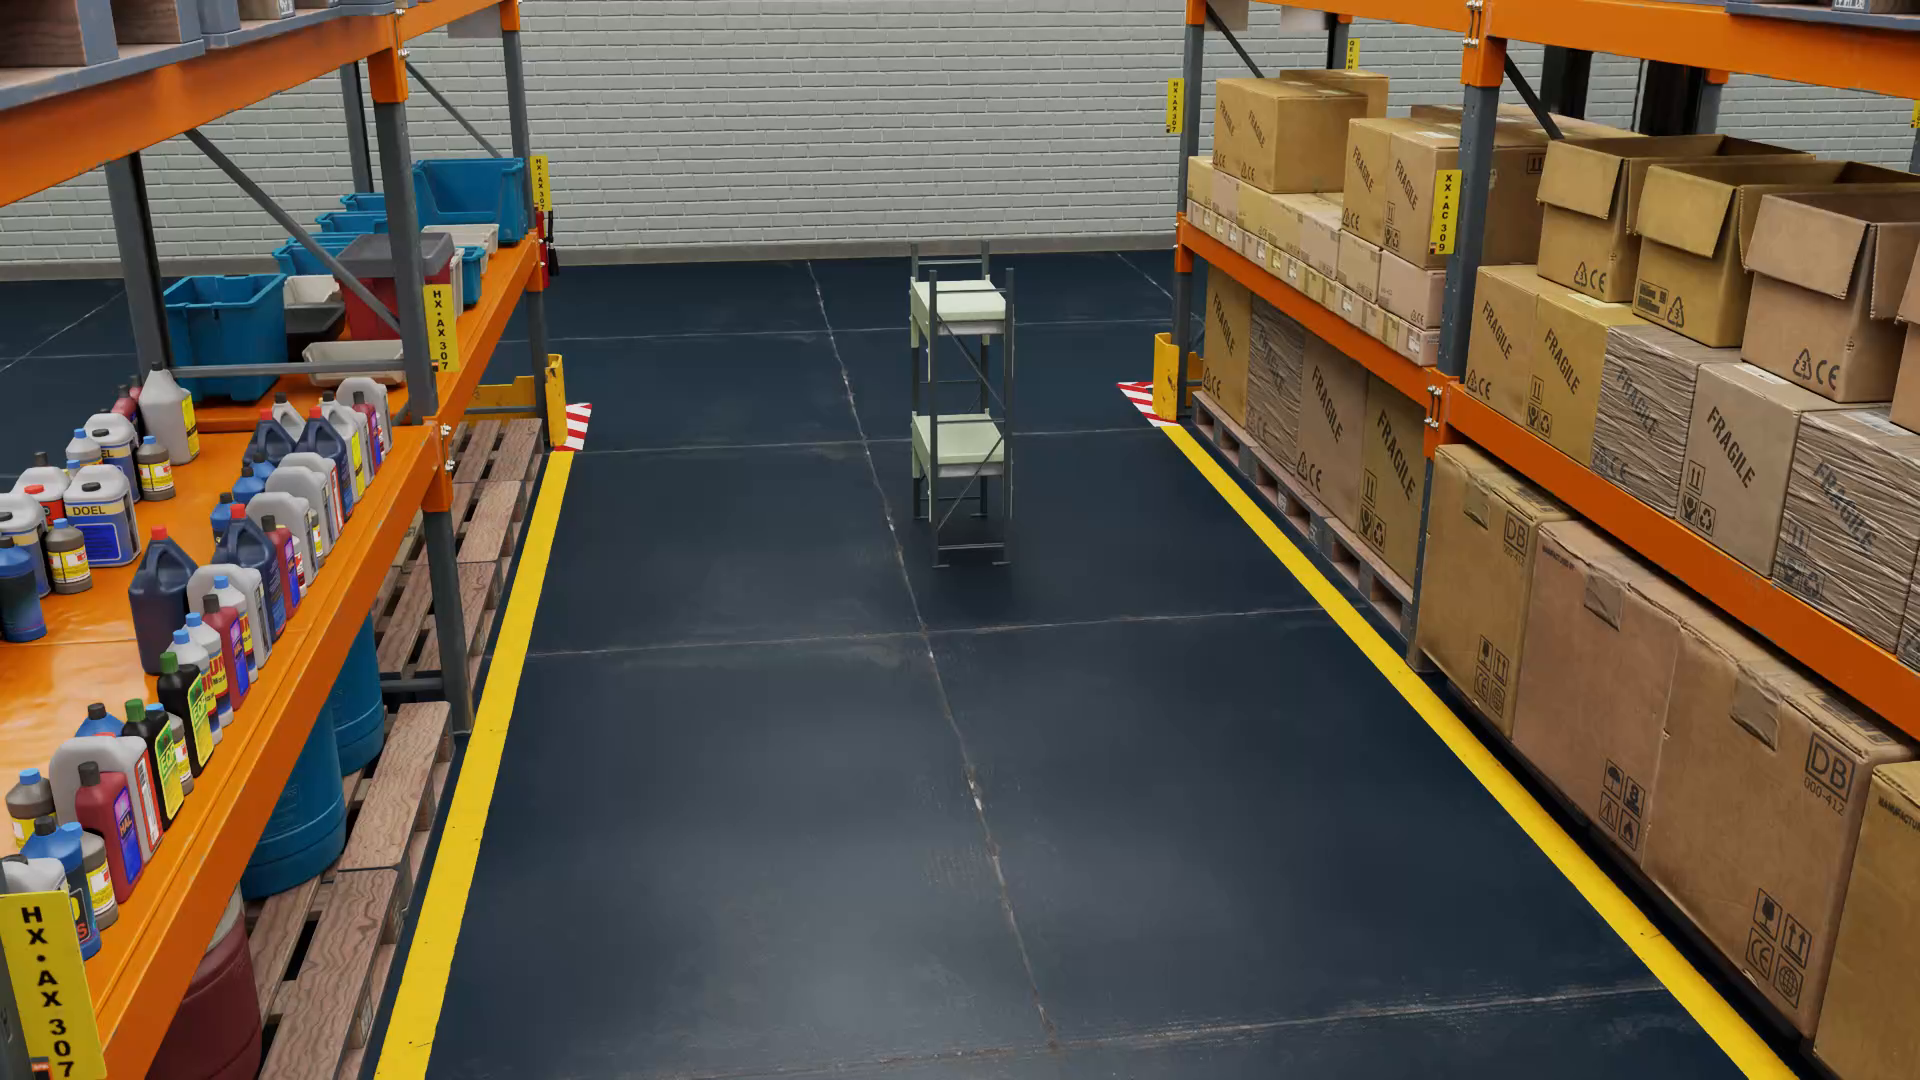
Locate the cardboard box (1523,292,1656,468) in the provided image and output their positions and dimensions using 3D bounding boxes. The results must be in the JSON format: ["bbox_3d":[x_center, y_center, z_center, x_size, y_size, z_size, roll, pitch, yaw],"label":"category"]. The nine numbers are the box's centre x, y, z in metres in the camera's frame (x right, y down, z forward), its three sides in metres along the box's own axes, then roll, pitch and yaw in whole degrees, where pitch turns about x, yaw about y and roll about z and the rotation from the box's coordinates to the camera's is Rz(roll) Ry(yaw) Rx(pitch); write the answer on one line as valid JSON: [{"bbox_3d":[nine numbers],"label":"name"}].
[{"bbox_3d":[2.343,-0.571,5.815,0.500,0.500,0.500,-3,21,-8],"label":"cardboard box"}]

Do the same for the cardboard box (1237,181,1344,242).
[{"bbox_3d":[1.827,-1.791,9.013,0.500,0.250,0.500,-4,21,-10],"label":"cardboard box"}]

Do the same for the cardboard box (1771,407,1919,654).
[{"bbox_3d":[2.567,-0.043,4.401,0.500,0.500,0.500,-4,21,-10],"label":"cardboard box"}]

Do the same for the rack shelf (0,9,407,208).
[{"bbox_3d":[-2.162,-0.996,3.837,1.077,0.370,4.000,-3,21,-8],"label":"rack shelf"}]

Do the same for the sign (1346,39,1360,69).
[{"bbox_3d":[2.413,-2.931,10.283,0.100,0.325,0.005,-3,21,-8],"label":"sign"}]

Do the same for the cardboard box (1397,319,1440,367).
[{"bbox_3d":[2.083,-0.842,7.041,0.380,0.149,0.250,-3,21,-7],"label":"cardboard box"}]

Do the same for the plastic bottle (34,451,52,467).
[{"bbox_3d":[-2.692,-0.110,4.890,0.061,0.283,0.133,-3,21,-8],"label":"plastic bottle"}]

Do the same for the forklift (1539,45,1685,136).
[{"bbox_3d":[4.282,-2.185,10.377,1.130,2.935,3.031,-3,21,-9],"label":"forklift"}]

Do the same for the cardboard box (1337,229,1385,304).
[{"bbox_3d":[2.050,-1.258,7.586,0.500,0.250,0.500,-2,21,-6],"label":"cardboard box"}]

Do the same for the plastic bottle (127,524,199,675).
[{"bbox_3d":[-1.966,0.140,4.124,0.144,0.351,0.185,-3,21,-8],"label":"plastic bottle"}]

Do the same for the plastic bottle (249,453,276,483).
[{"bbox_3d":[-2.069,-0.126,4.951,0.097,0.271,0.097,0,20,0],"label":"plastic bottle"}]

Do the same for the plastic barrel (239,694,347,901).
[{"bbox_3d":[-2.287,0.600,5.221,0.600,0.901,0.708,-3,21,-8],"label":"plastic barrel"}]

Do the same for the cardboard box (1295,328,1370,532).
[{"bbox_3d":[2.305,-0.616,8.514,0.875,0.875,0.875,-3,21,-8],"label":"cardboard box"}]

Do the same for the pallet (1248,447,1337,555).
[{"bbox_3d":[2.239,-0.254,9.096,1.003,0.211,1.213,-3,21,-8],"label":"pallet"}]

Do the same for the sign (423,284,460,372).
[{"bbox_3d":[-1.906,-0.777,6.114,0.100,0.325,0.005,-3,21,-8],"label":"sign"}]

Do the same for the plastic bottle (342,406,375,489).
[{"bbox_3d":[-2.021,-0.316,5.452,0.152,0.276,0.135,-3,21,-8],"label":"plastic bottle"}]

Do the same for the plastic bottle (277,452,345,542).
[{"bbox_3d":[-1.948,-0.141,4.984,0.152,0.276,0.135,-3,21,-8],"label":"plastic bottle"}]

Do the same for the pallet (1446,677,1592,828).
[{"bbox_3d":[2.637,0.699,6.542,1.003,0.211,1.213,-3,21,-8],"label":"pallet"}]

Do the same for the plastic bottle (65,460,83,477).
[{"bbox_3d":[-2.704,-0.146,5.104,0.097,0.201,0.097,0,20,0],"label":"plastic bottle"}]

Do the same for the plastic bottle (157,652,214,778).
[{"bbox_3d":[-1.690,0.364,3.621,0.061,0.283,0.133,-3,21,-8],"label":"plastic bottle"}]

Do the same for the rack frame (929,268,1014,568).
[{"bbox_3d":[0.054,-0.574,8.108,0.400,1.500,0.023,-3,21,-8],"label":"rack frame"}]

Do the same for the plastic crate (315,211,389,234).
[{"bbox_3d":[-3.222,-1.625,8.933,0.416,0.233,0.300,-3,21,-8],"label":"plastic crate"}]

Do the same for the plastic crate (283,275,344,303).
[{"bbox_3d":[-2.999,-1.113,7.699,0.293,0.136,0.466,-3,21,-8],"label":"plastic crate"}]

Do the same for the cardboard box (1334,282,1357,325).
[{"bbox_3d":[1.971,-1.109,7.756,0.380,0.149,0.250,-3,21,-7],"label":"cardboard box"}]

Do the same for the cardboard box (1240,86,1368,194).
[{"bbox_3d":[1.829,-2.144,8.886,0.500,0.500,0.500,-3,21,-9],"label":"cardboard box"}]

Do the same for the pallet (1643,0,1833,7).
[{"bbox_3d":[2.632,-1.871,5.424,0.805,0.209,1.217,-4,21,-10],"label":"pallet"}]

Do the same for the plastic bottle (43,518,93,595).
[{"bbox_3d":[-2.473,0.040,4.605,0.097,0.201,0.097,0,20,0],"label":"plastic bottle"}]

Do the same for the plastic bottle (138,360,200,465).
[{"bbox_3d":[-2.715,-0.445,5.691,0.144,0.351,0.185,-3,21,-8],"label":"plastic bottle"}]

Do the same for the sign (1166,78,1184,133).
[{"bbox_3d":[1.324,-2.672,10.232,0.100,0.325,0.005,-3,21,-8],"label":"sign"}]

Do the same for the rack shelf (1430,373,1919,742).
[{"bbox_3d":[2.739,0.159,5.031,1.077,0.370,4.000,-3,21,-8],"label":"rack shelf"}]

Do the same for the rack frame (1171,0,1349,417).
[{"bbox_3d":[1.874,-2.255,10.467,1.000,3.000,0.127,-3,21,-8],"label":"rack frame"}]

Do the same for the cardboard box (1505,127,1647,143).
[{"bbox_3d":[2.635,-1.469,7.081,0.500,0.500,0.500,-3,21,-8],"label":"cardboard box"}]

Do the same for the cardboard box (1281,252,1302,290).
[{"bbox_3d":[1.861,-1.375,8.469,0.380,0.149,0.250,-3,21,-7],"label":"cardboard box"}]

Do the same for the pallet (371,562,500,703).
[{"bbox_3d":[-2.595,0.433,7.254,1.003,0.211,1.213,-3,21,-8],"label":"pallet"}]

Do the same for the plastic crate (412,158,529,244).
[{"bbox_3d":[-2.794,-1.944,9.496,0.616,0.435,0.499,-3,21,-8],"label":"plastic crate"}]

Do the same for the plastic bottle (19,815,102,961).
[{"bbox_3d":[-1.606,0.617,2.961,0.097,0.271,0.097,0,20,0],"label":"plastic bottle"}]

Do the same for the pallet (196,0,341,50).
[{"bbox_3d":[-2.074,-1.278,3.834,1.003,0.211,1.213,-3,21,-8],"label":"pallet"}]

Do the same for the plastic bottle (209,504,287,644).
[{"bbox_3d":[-1.835,0.086,4.270,0.144,0.351,0.185,-3,21,-8],"label":"plastic bottle"}]

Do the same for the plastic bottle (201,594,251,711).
[{"bbox_3d":[-1.738,0.251,3.925,0.061,0.283,0.133,-3,21,-8],"label":"plastic bottle"}]

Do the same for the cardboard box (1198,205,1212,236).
[{"bbox_3d":[1.637,-1.909,9.900,0.380,0.149,0.250,-3,21,-9],"label":"cardboard box"}]

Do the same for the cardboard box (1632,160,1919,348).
[{"bbox_3d":[2.638,-0.928,5.337,0.797,0.503,0.637,-3,21,-7],"label":"cardboard box"}]

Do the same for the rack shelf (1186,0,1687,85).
[{"bbox_3d":[2.162,-2.631,8.214,1.077,0.370,4.000,-3,21,-8],"label":"rack shelf"}]

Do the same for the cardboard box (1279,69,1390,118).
[{"bbox_3d":[2.204,-2.520,9.894,0.500,0.500,0.500,-3,21,-7],"label":"cardboard box"}]

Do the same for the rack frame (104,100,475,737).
[{"bbox_3d":[-2.450,-0.620,6.090,1.000,3.000,0.127,-3,21,-8],"label":"rack frame"}]

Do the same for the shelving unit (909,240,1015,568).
[{"bbox_3d":[0.001,-0.700,8.448,0.431,1.500,0.755,-3,21,-8],"label":"shelving unit"}]

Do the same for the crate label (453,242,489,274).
[{"bbox_3d":[-2.639,-1.440,8.577,0.396,0.136,0.243,-3,21,-8],"label":"crate label"}]

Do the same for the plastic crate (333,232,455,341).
[{"bbox_3d":[-2.331,-1.000,6.930,0.402,0.464,0.583,-3,21,-8],"label":"plastic crate"}]

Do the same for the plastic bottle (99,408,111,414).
[{"bbox_3d":[-2.752,-0.293,5.397,0.097,0.271,0.097,0,20,0],"label":"plastic bottle"}]

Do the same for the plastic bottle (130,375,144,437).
[{"bbox_3d":[-2.820,-0.417,5.713,0.061,0.283,0.133,-3,21,-8],"label":"plastic bottle"}]

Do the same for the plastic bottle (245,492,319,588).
[{"bbox_3d":[-1.896,-0.014,4.644,0.152,0.276,0.135,-3,21,-8],"label":"plastic bottle"}]

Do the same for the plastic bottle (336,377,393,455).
[{"bbox_3d":[-2.074,-0.442,5.790,0.152,0.276,0.135,-3,21,-8],"label":"plastic bottle"}]

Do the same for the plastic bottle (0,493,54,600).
[{"bbox_3d":[-2.594,0.018,4.558,0.152,0.276,0.135,-3,21,-8],"label":"plastic bottle"}]

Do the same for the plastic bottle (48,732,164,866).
[{"bbox_3d":[-1.683,0.496,3.278,0.152,0.276,0.135,-3,21,-8],"label":"plastic bottle"}]

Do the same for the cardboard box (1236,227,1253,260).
[{"bbox_3d":[1.749,-1.642,9.185,0.380,0.149,0.250,-3,21,-9],"label":"cardboard box"}]

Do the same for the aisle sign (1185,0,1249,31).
[{"bbox_3d":[1.567,-3.483,10.038,0.394,0.787,0.004,-3,21,-8],"label":"aisle sign"}]

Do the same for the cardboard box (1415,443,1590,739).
[{"bbox_3d":[2.563,0.149,6.467,1.225,0.875,0.875,-3,21,-8],"label":"cardboard box"}]

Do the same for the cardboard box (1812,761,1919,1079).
[{"bbox_3d":[2.948,1.073,3.992,1.225,0.875,0.875,-4,21,-10],"label":"cardboard box"}]
